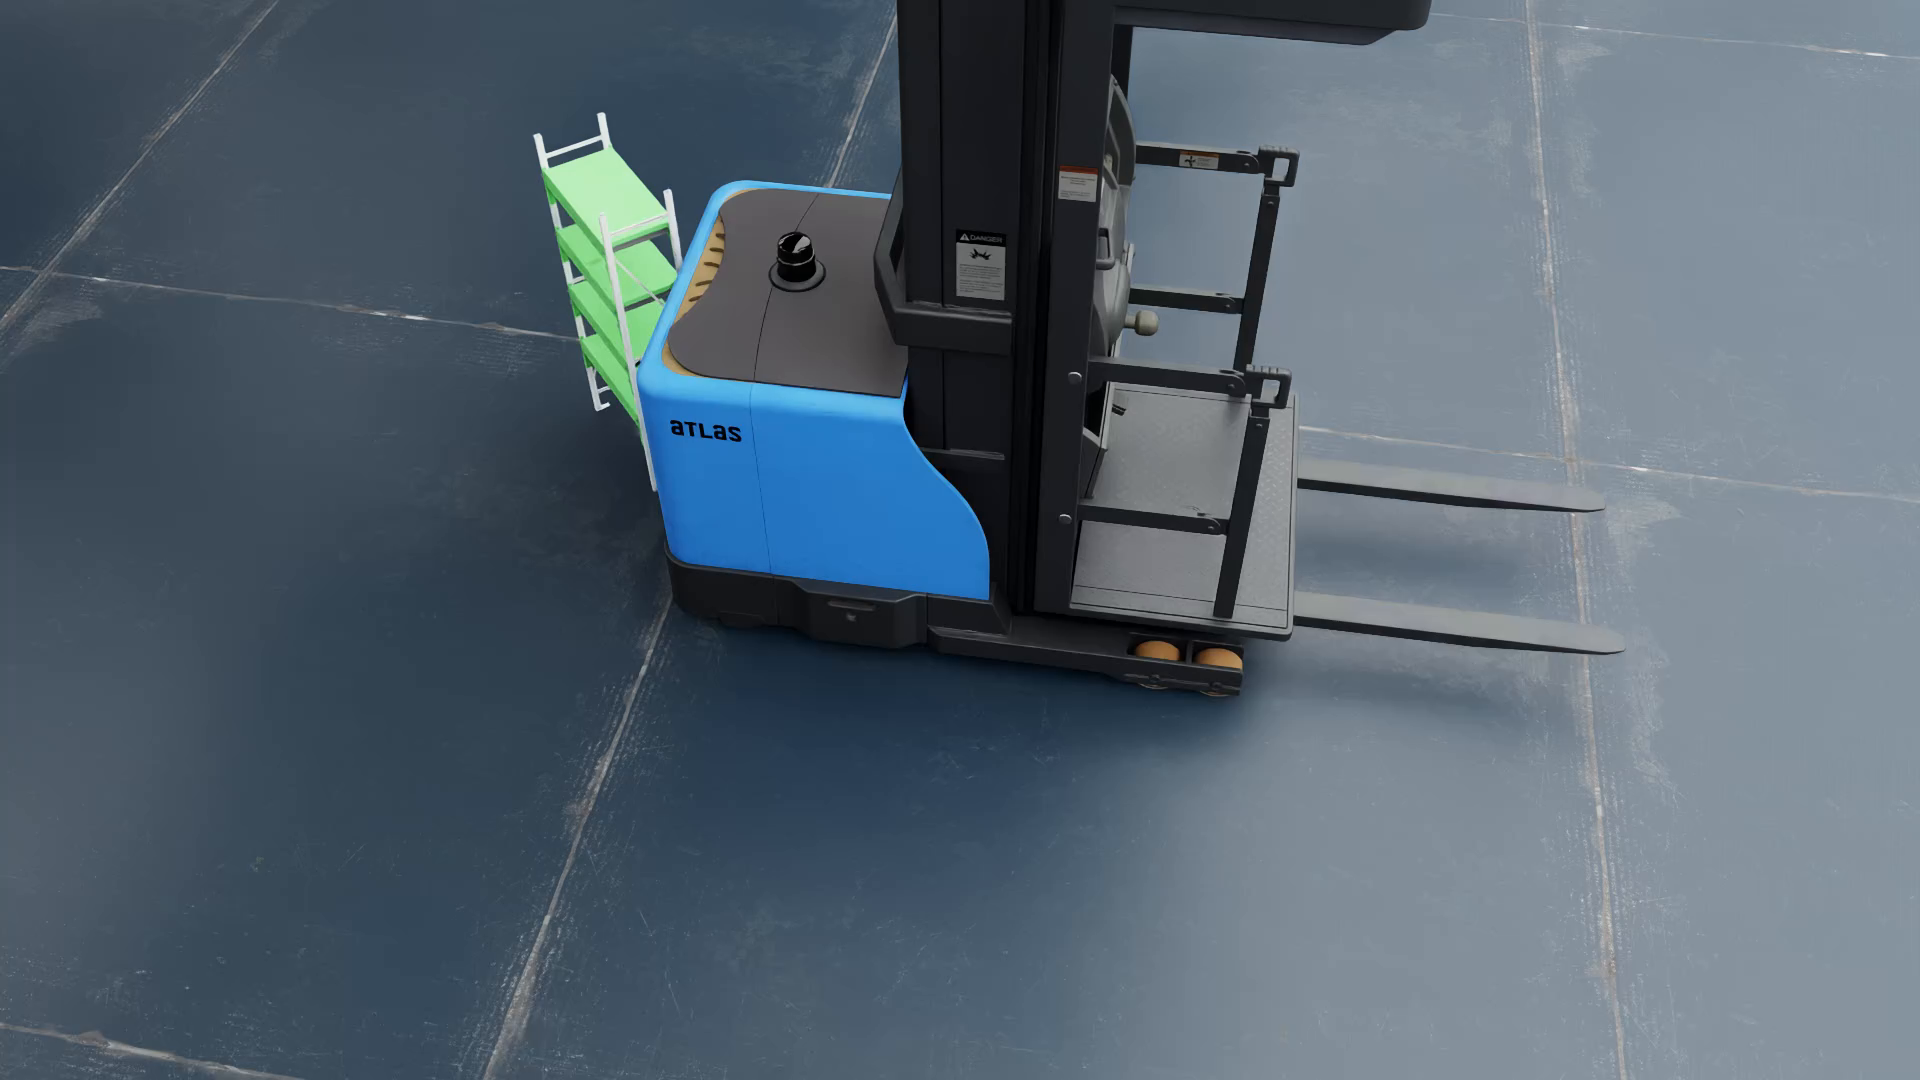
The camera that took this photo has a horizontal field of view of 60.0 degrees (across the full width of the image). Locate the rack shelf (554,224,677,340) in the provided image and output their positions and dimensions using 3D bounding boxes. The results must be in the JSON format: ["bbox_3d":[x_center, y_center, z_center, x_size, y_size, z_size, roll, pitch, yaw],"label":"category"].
[{"bbox_3d":[-1.121,-0.895,5.511,0.258,0.148,0.480,-25,53,-21],"label":"rack shelf"}]

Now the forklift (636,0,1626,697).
[{"bbox_3d":[0.616,-0.908,4.595,3.031,2.935,1.130,7,48,6],"label":"forklift"}]

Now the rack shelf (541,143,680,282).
[{"bbox_3d":[-1.120,-1.055,5.332,0.258,0.148,0.480,-25,53,-21],"label":"rack shelf"}]

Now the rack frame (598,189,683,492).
[{"bbox_3d":[-0.989,-0.625,5.504,0.240,1.200,0.015,-25,53,-21],"label":"rack frame"}]

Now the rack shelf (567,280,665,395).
[{"bbox_3d":[-1.121,-0.735,5.689,0.258,0.148,0.480,-25,53,-21],"label":"rack shelf"}]

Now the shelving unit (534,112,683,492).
[{"bbox_3d":[-1.121,-0.778,5.642,0.258,1.200,0.503,-25,53,-21],"label":"shelving unit"}]

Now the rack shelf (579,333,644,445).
[{"bbox_3d":[-1.121,-0.575,5.868,0.258,0.148,0.480,-25,53,-21],"label":"rack shelf"}]

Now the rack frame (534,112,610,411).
[{"bbox_3d":[-1.252,-0.931,5.779,0.240,1.200,0.015,-25,53,-21],"label":"rack frame"}]
